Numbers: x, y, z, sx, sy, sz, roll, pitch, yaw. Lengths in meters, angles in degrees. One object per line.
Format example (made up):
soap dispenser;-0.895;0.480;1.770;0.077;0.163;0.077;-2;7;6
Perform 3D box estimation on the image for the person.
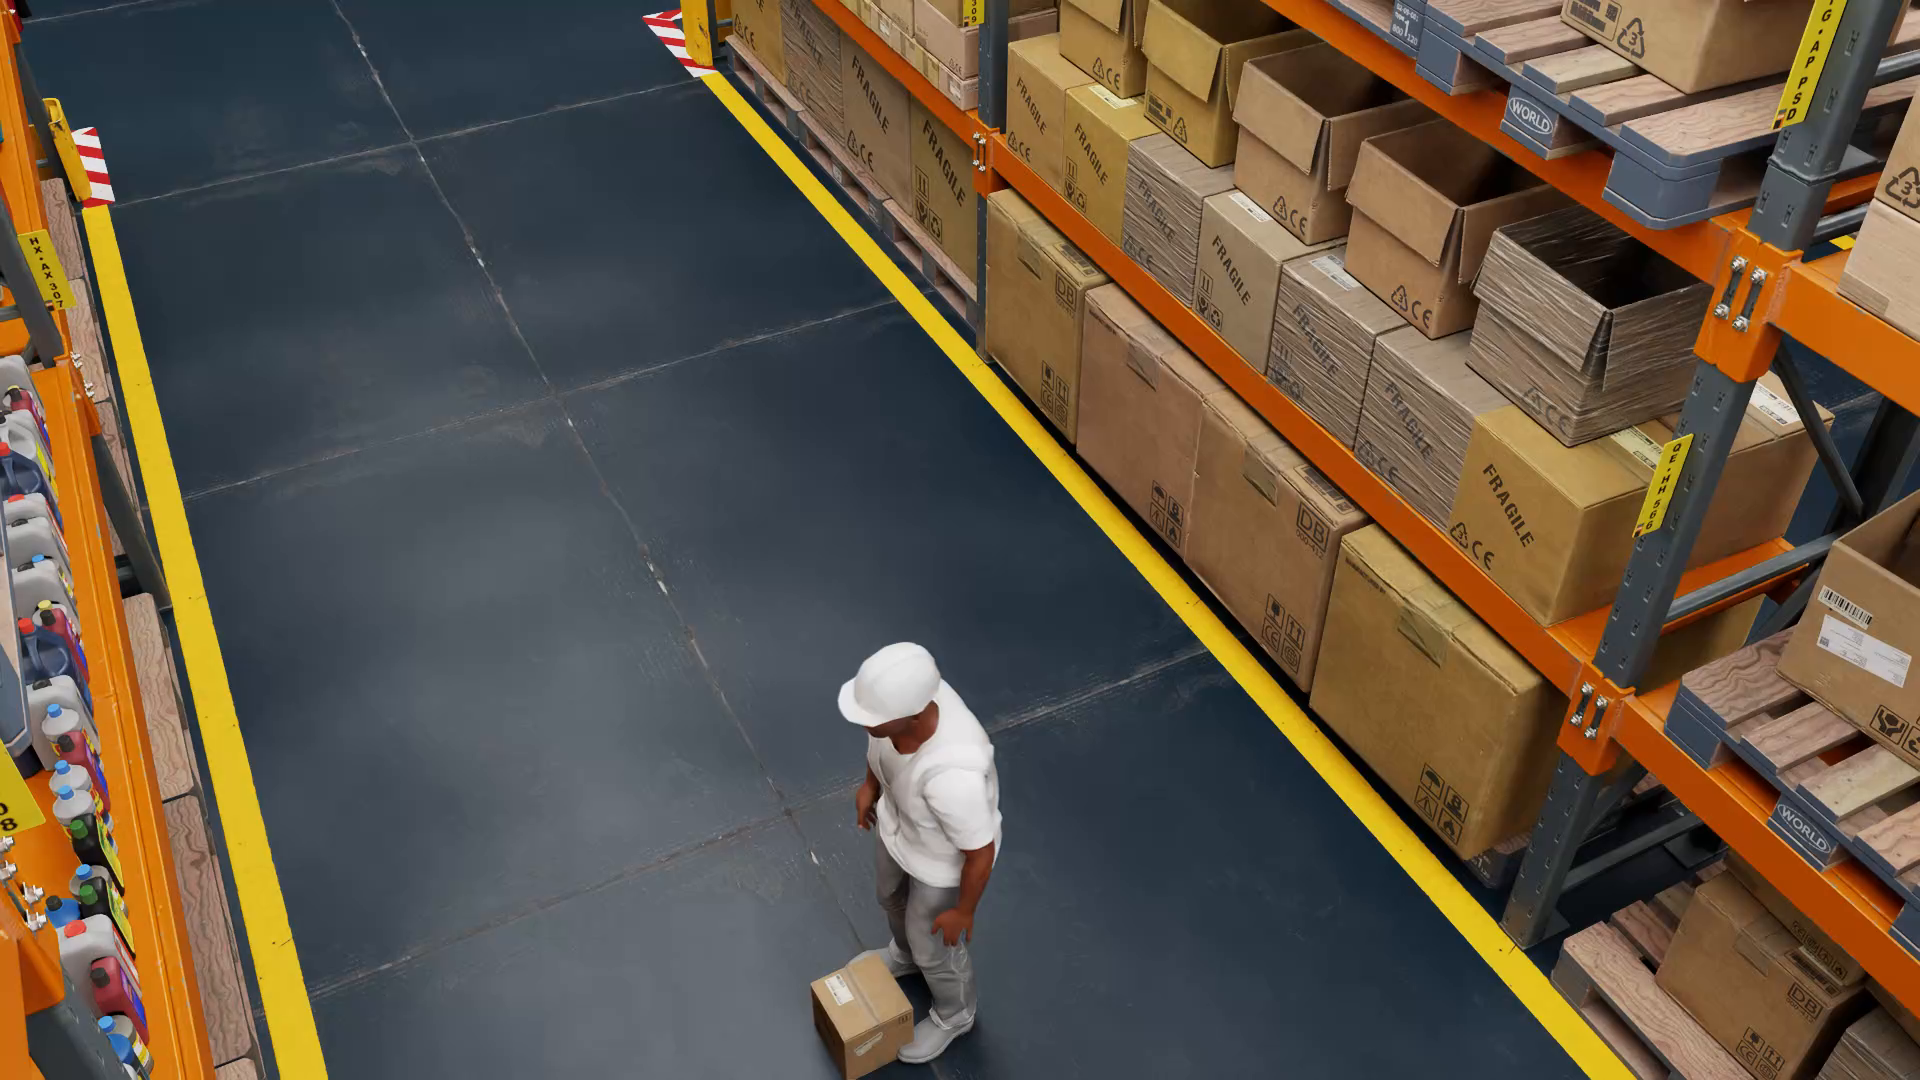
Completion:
person;-0.128;0.934;5.073;0.462;1.757;0.636;-20;45;-21
